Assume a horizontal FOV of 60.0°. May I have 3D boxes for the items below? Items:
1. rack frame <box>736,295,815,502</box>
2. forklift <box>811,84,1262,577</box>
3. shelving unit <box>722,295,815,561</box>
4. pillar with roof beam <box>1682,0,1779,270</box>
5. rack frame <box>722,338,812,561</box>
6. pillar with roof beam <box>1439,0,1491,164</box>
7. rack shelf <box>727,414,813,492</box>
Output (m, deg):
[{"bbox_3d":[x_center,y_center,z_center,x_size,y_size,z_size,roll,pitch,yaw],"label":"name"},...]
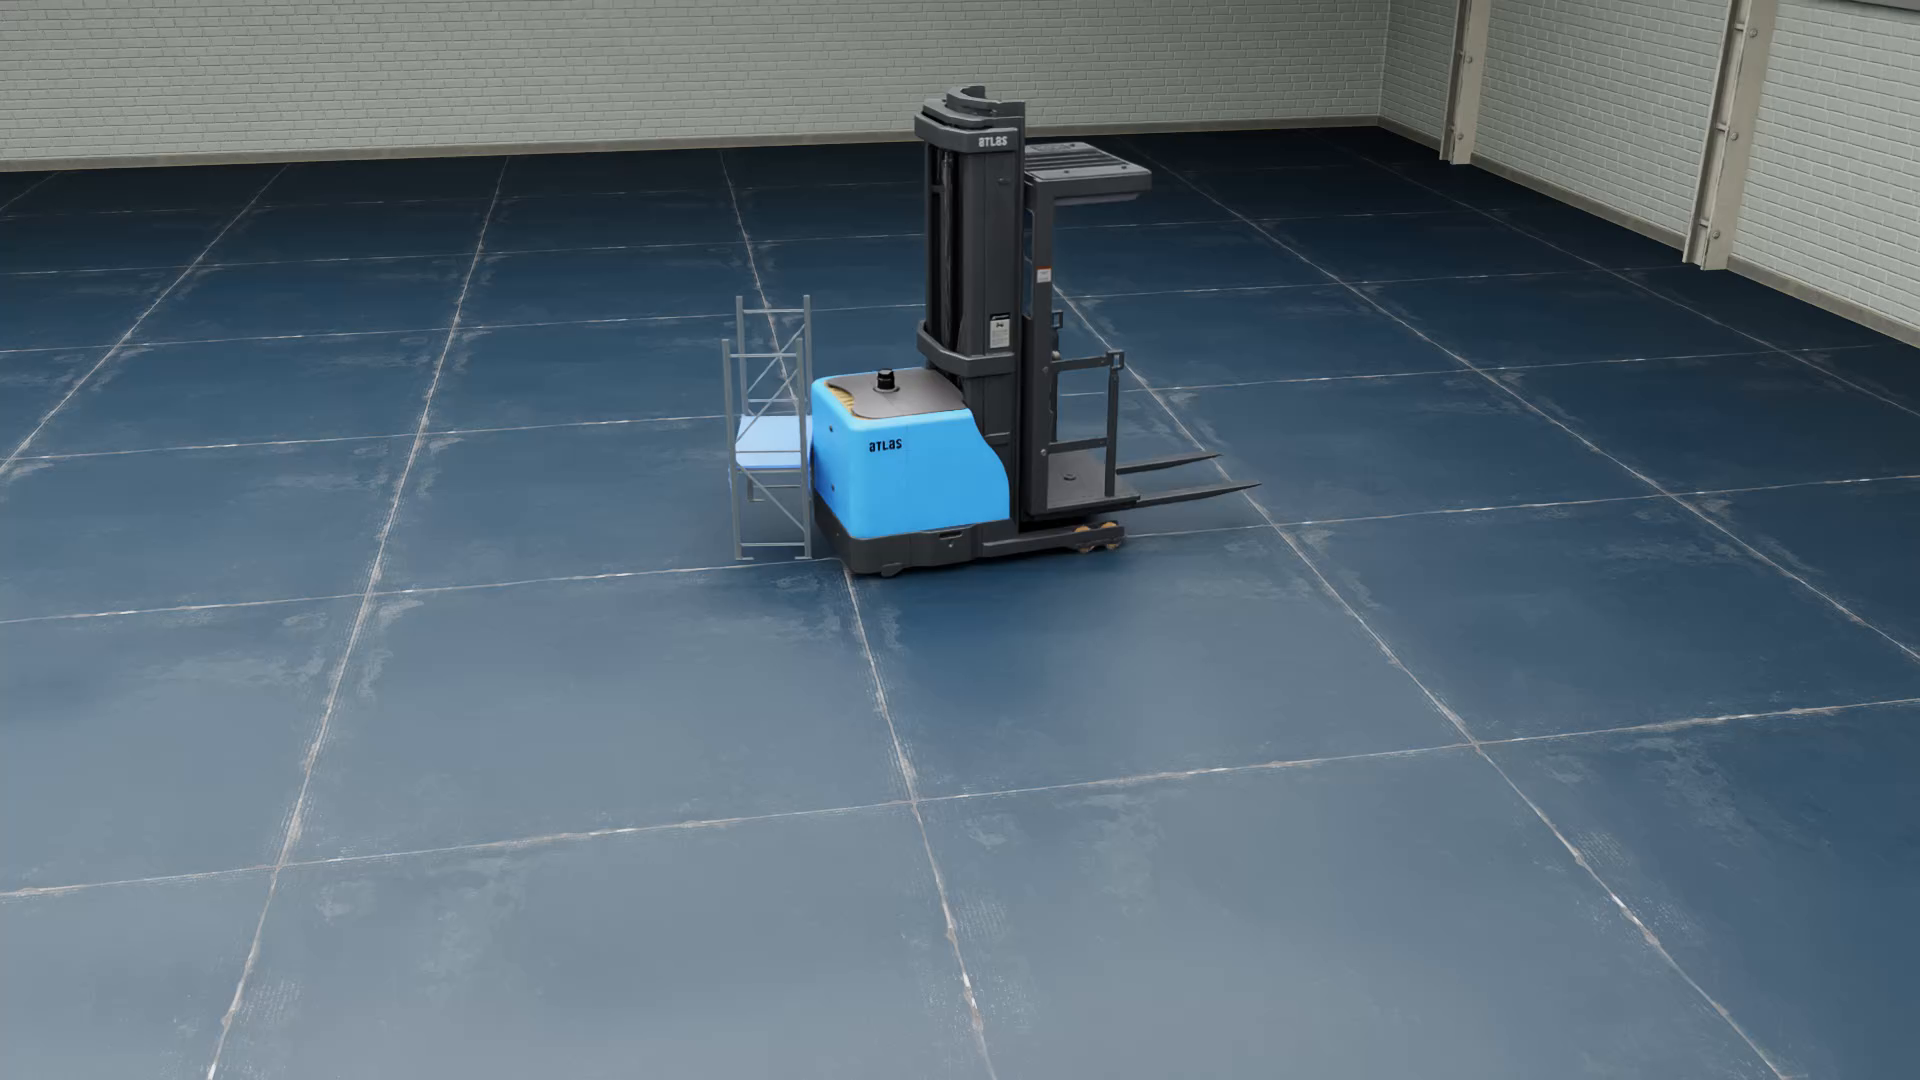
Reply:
[{"bbox_3d":[-1.270,-0.969,11.594,0.500,1.500,0.032,-1,24,-2],"label":"rack frame"},{"bbox_3d":[0.573,-1.454,10.916,3.031,2.935,1.130,-8,25,-18],"label":"forklift"},{"bbox_3d":[-1.250,-0.766,11.129,0.538,1.500,1.048,-1,24,-2],"label":"shelving unit"},{"bbox_3d":[3.883,-6.799,15.575,9.100,9.000,0.400,-4,24,-10],"label":"pillar with roof beam"},{"bbox_3d":[-1.231,-0.563,10.663,0.500,1.500,0.032,-1,24,-2],"label":"rack frame"},{"bbox_3d":[2.773,-9.159,20.978,9.100,9.000,0.400,-4,24,-10],"label":"pillar with roof beam"},{"bbox_3d":[-1.250,-0.601,11.201,0.538,0.185,1.000,-1,24,-2],"label":"rack shelf"}]
